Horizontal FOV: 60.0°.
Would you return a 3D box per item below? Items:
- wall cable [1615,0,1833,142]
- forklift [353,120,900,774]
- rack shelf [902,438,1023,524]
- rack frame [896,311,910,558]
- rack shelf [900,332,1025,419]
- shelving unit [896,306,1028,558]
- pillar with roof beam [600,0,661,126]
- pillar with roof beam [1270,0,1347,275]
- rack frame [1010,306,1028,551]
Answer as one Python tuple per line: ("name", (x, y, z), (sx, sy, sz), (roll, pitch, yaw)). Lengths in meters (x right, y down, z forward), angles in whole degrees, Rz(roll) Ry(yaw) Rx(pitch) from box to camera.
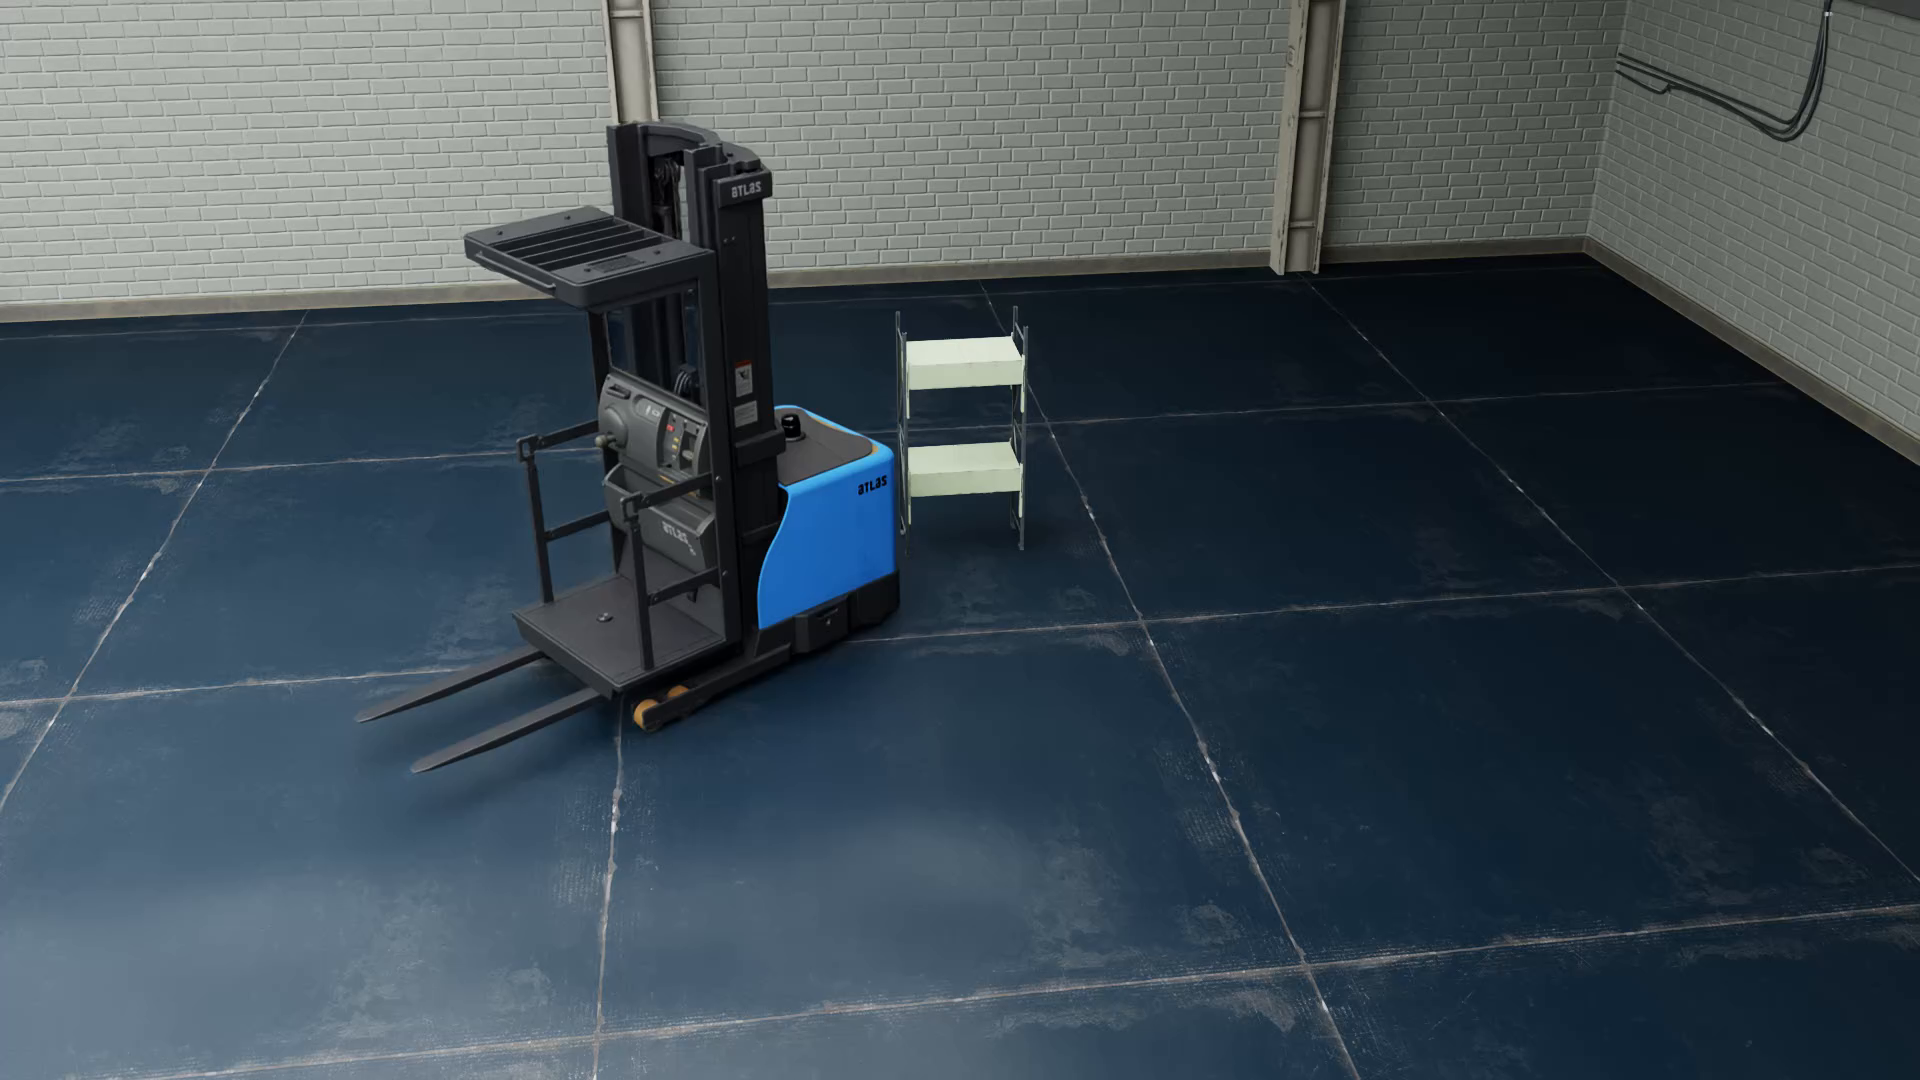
("wall cable", (6.263, -4.778, 13.606), (0.112, 2.526, 3.097), (-4, 27, -7))
("forklift", (-1.773, -0.562, 8.634), (3.031, 2.935, 1.130), (-23, 35, -38))
("rack shelf", (0.007, -0.378, 10.557), (0.720, 0.370, 0.431), (-4, 27, -7))
("rack frame", (-0.356, -0.644, 10.363), (0.023, 1.500, 0.400), (-4, 27, -7))
("rack shelf", (0.007, -1.015, 10.230), (0.720, 0.370, 0.431), (-4, 27, -7))
("shelving unit", (0.007, -0.668, 10.408), (0.755, 1.500, 0.431), (-4, 27, -7))
("pillar with roof beam", (-2.181, -4.242, 9.160), (0.400, 9.000, 9.100), (-4, 27, -7))
("pillar with roof beam", (3.761, -4.624, 9.904), (0.400, 9.000, 9.100), (-4, 27, -7))
("rack frame", (0.369, -0.691, 10.454), (0.023, 1.500, 0.400), (-4, 27, -7))
